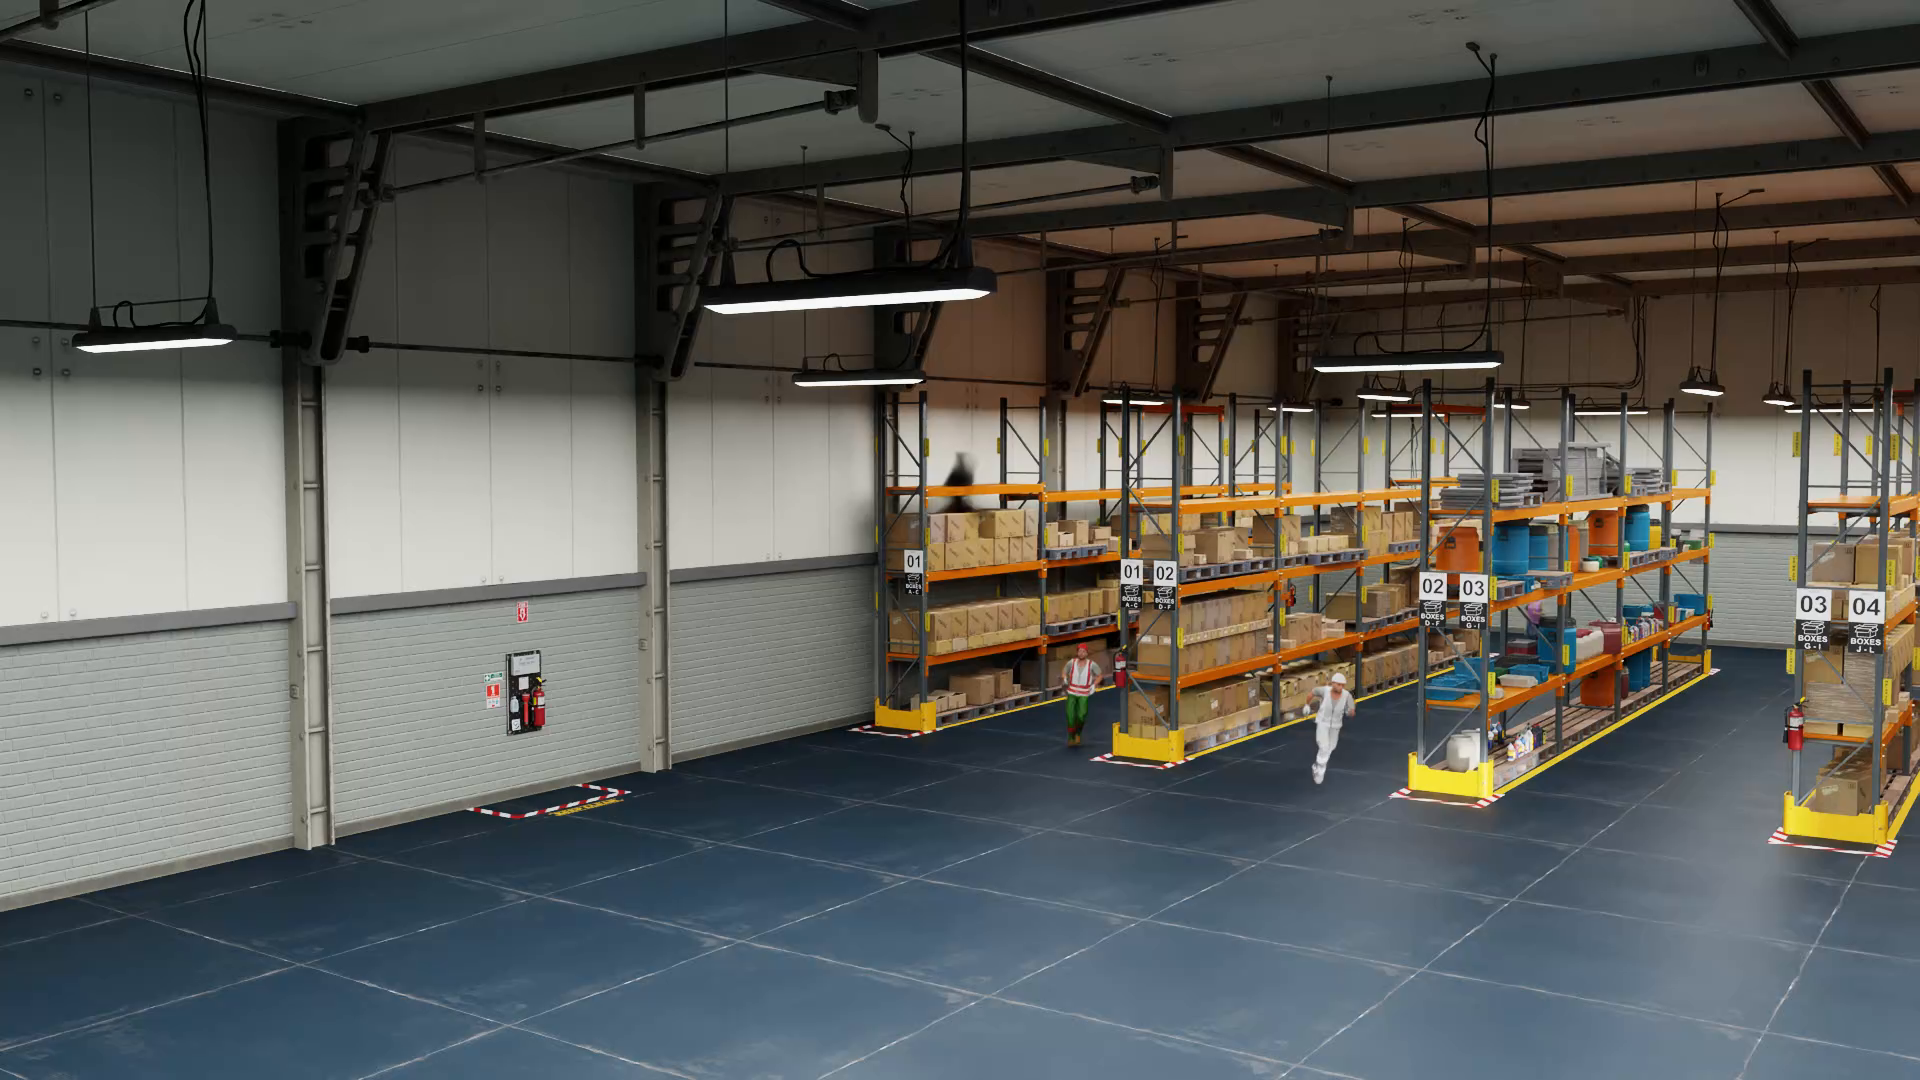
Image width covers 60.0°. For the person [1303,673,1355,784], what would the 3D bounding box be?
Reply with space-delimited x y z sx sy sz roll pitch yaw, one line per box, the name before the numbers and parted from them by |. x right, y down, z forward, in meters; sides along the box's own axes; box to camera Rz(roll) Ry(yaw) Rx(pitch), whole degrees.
person | 5.512 2.778 24.749 0.663 1.655 1.019 0 3 -3

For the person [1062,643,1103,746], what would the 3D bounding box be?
person | 2.003 2.588 27.678 0.672 1.736 0.608 1 3 14

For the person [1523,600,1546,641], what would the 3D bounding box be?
person | 13.613 2.006 39.428 0.525 1.566 0.888 1 3 24
